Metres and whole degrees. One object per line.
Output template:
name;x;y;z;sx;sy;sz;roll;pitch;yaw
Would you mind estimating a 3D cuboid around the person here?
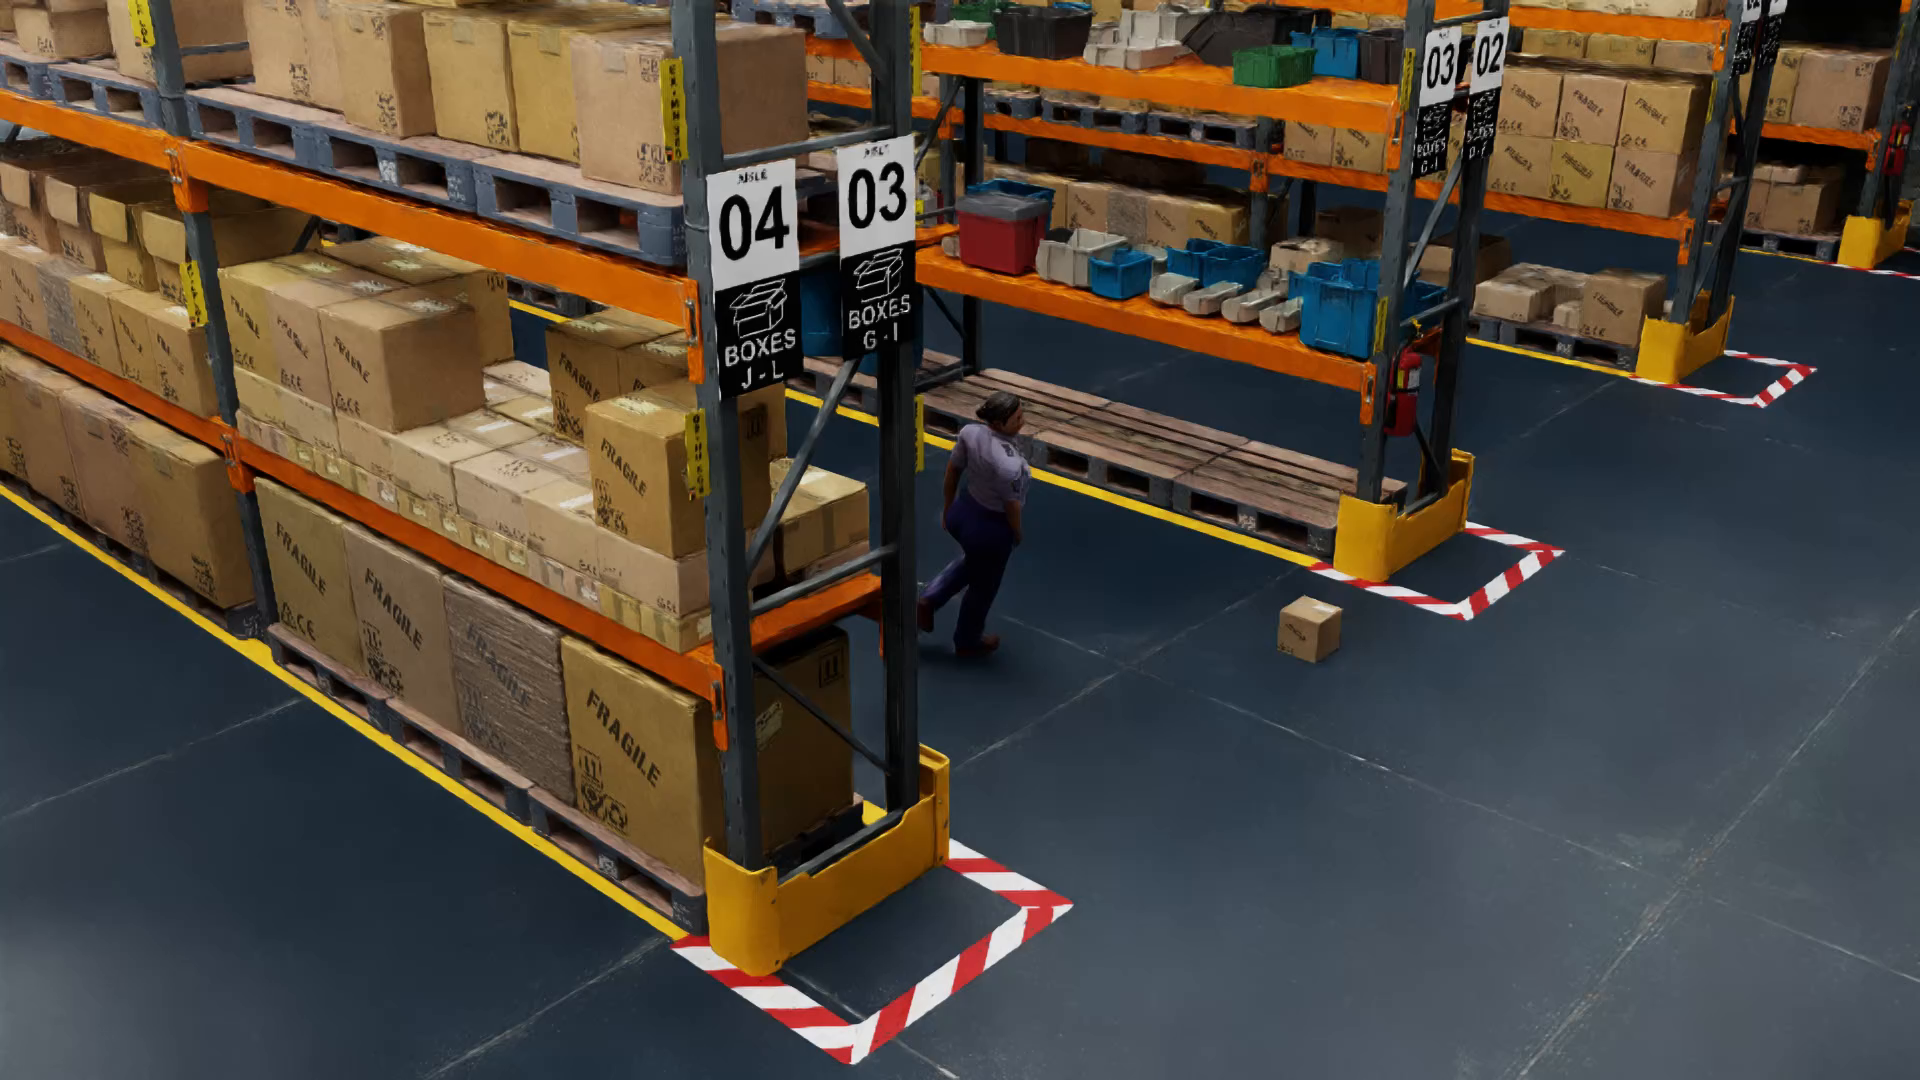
person;0.094;-0.074;8.810;0.495;1.611;0.690;-15;28;-30
